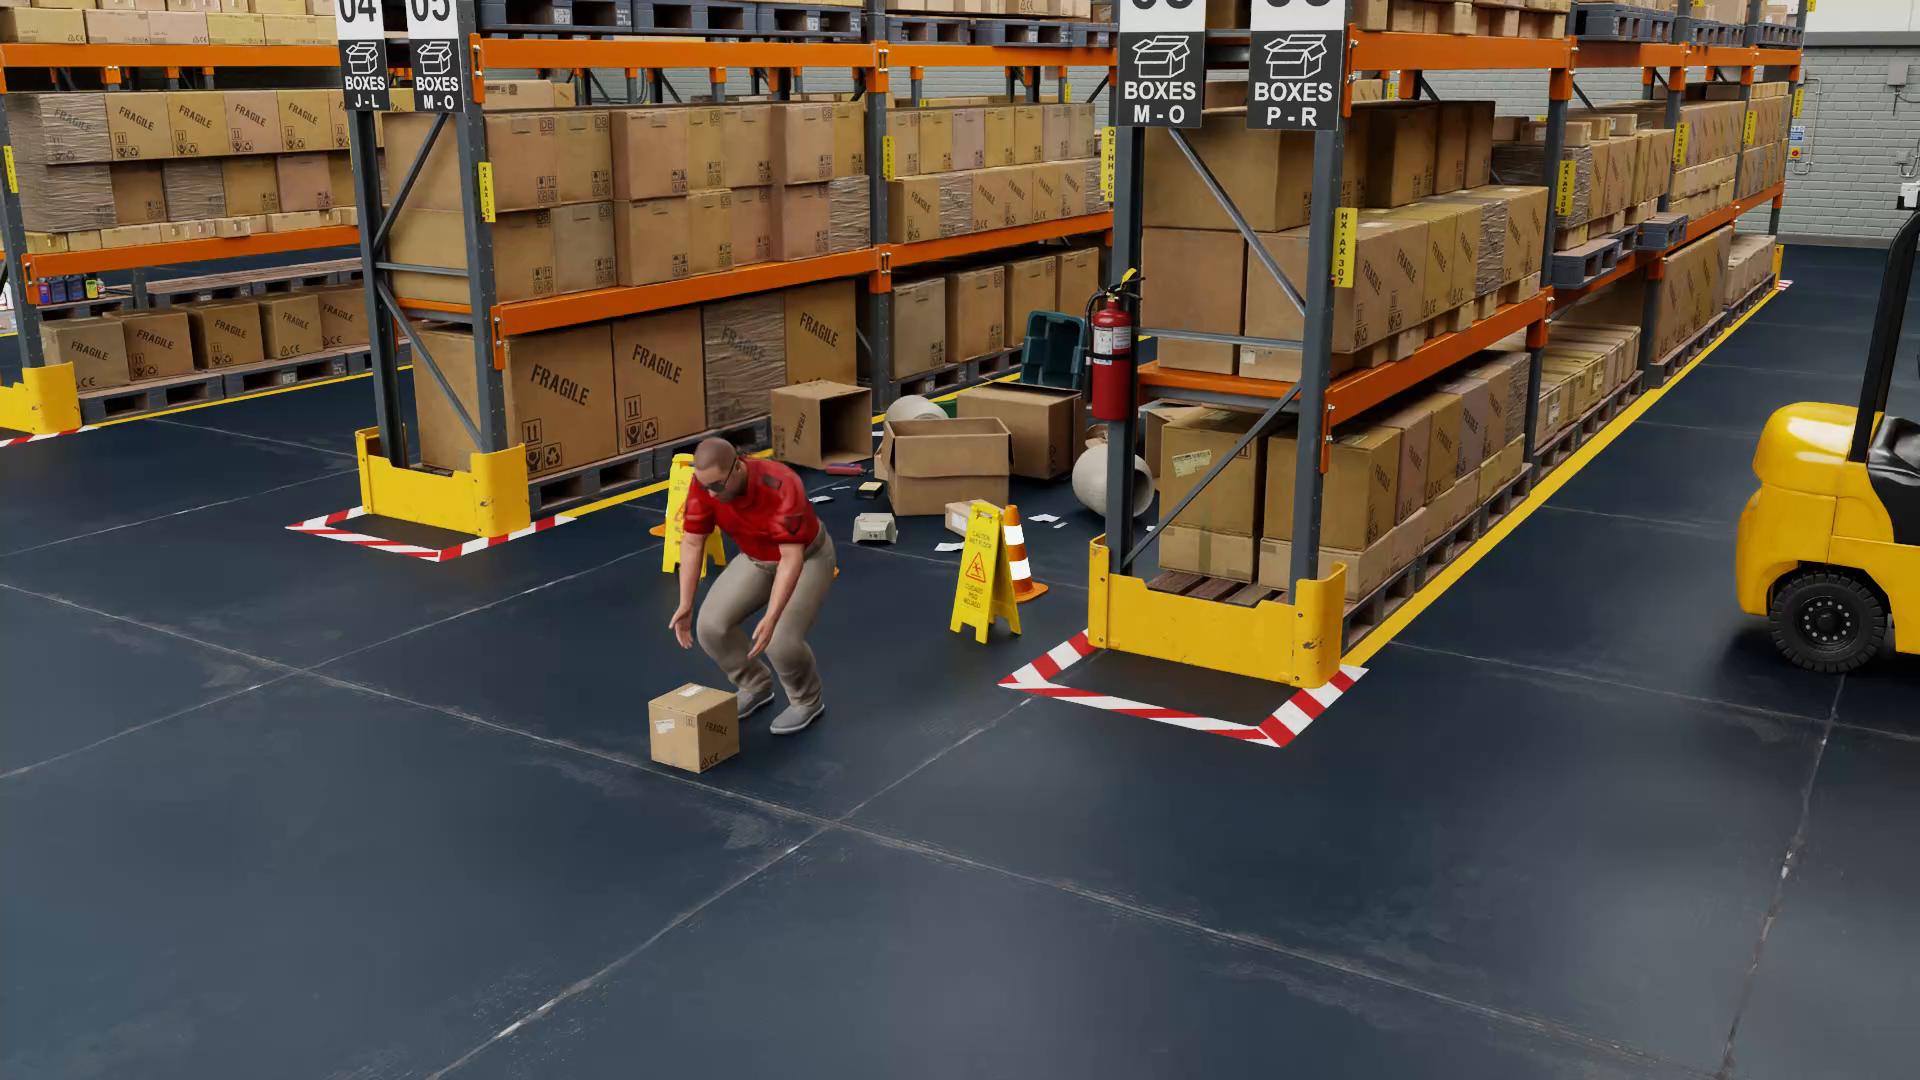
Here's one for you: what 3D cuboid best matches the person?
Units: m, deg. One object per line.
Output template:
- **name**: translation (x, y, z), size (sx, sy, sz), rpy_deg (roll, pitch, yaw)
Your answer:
- **person**: translation (-0.805, 0.156, 6.828), size (0.588, 1.289, 0.770), rpy_deg (10, 19, 30)
